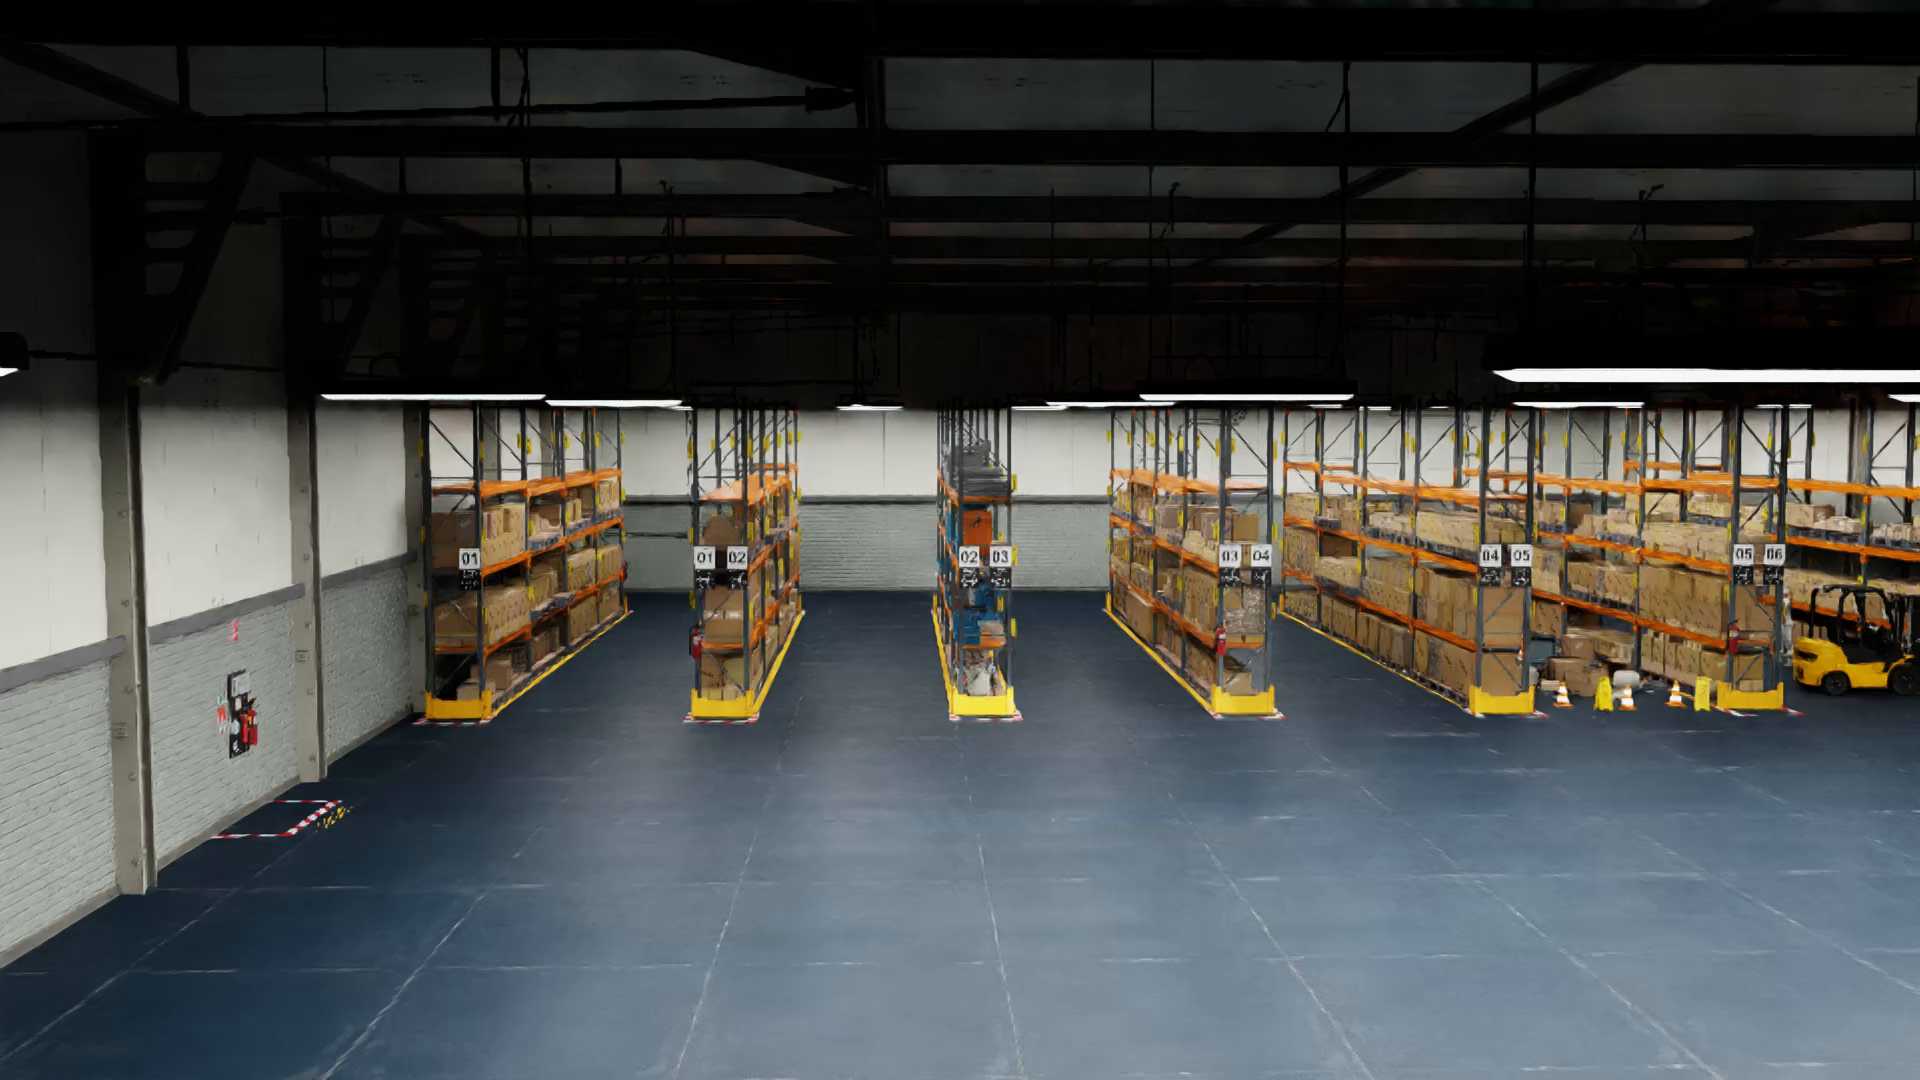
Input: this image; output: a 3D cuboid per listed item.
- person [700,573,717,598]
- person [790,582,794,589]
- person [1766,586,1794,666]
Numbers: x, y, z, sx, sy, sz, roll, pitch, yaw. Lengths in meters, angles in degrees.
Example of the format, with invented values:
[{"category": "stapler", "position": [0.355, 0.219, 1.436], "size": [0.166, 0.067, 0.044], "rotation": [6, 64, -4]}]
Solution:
[{"category": "person", "position": [-7.565, 0.965, 50.744], "size": [0.477, 1.572, 0.679], "rotation": [4, 6, 43]}, {"category": "person", "position": [-4.986, 1.146, 48.330], "size": [0.565, 1.671, 0.578], "rotation": [3, 5, 31]}, {"category": "person", "position": [18.491, 1.926, 37.439], "size": [0.576, 1.786, 0.658], "rotation": [2, 5, 23]}]
